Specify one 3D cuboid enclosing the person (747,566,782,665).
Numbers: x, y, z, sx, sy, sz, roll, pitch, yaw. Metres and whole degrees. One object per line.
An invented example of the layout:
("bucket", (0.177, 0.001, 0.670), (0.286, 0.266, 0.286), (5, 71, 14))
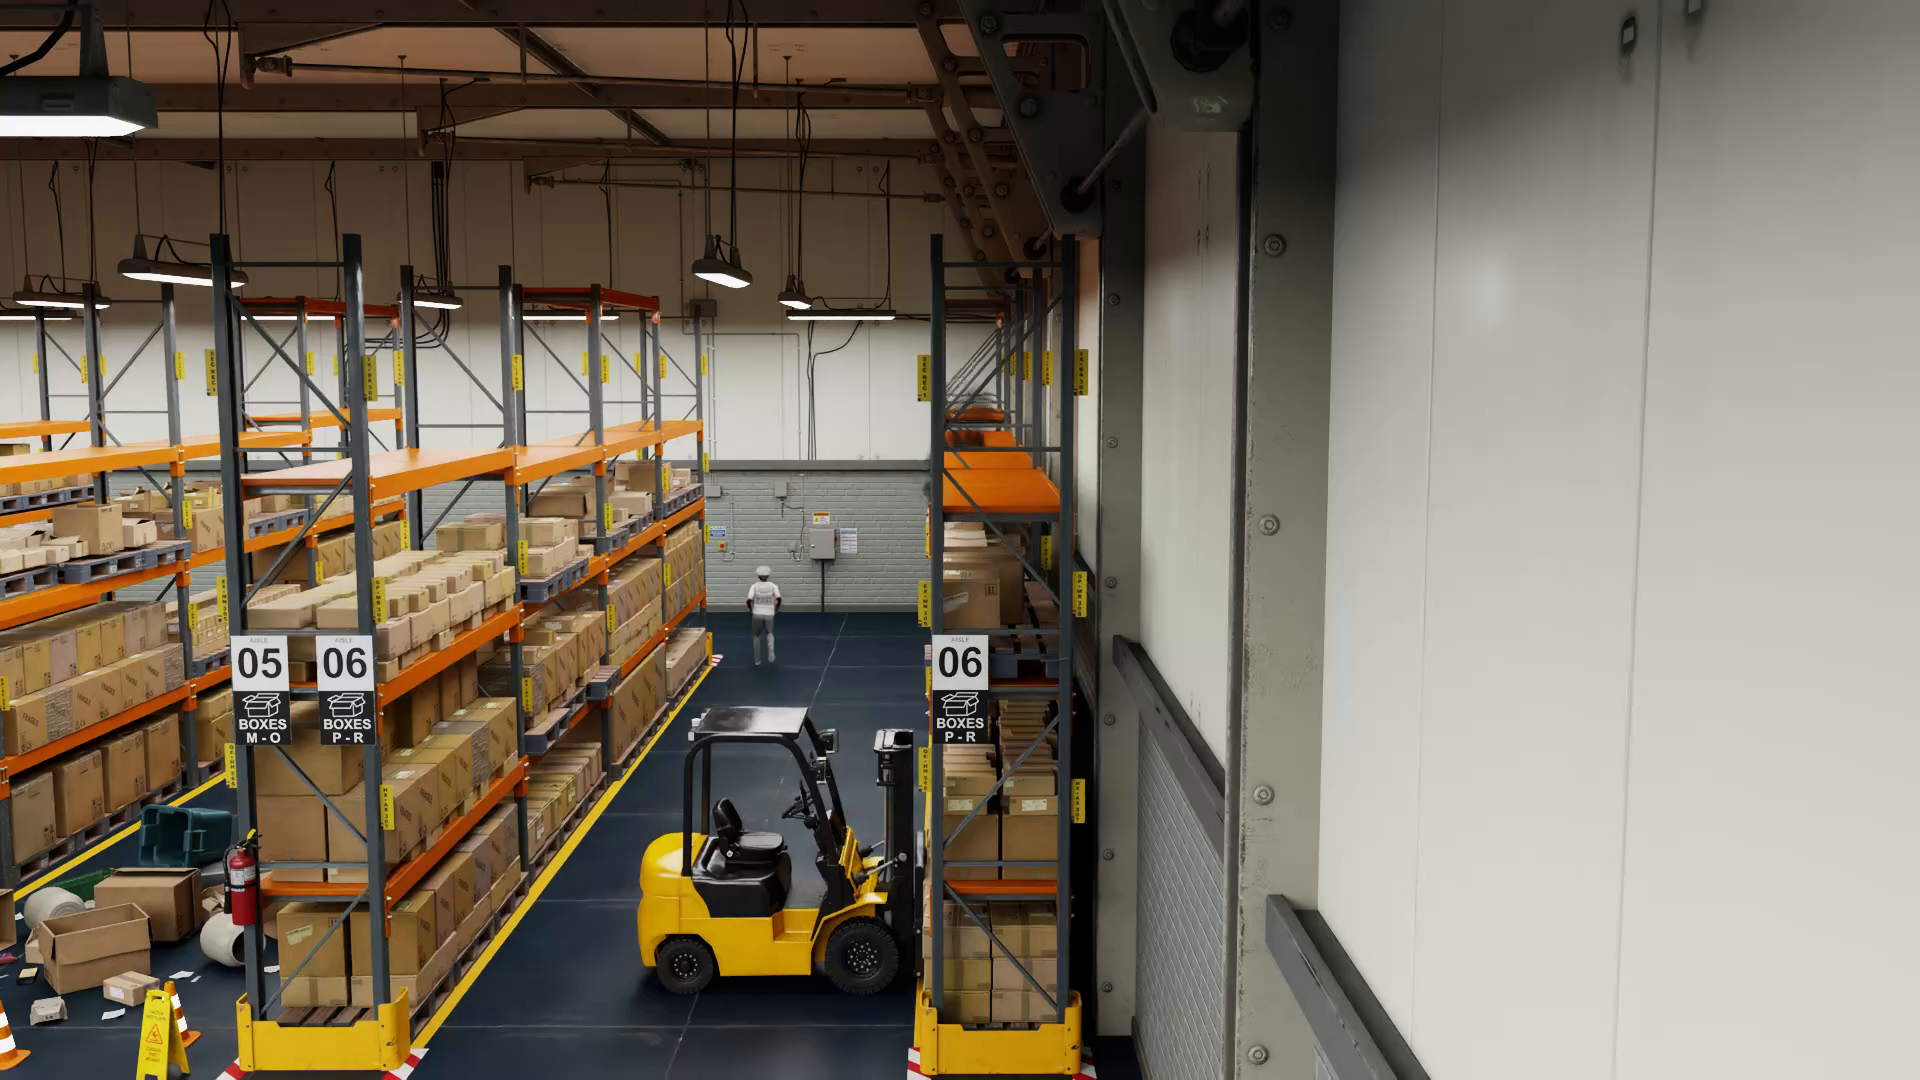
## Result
("person", (-3.287, 1.263, 27.892), (0.580, 1.667, 0.526), (-2, 6, -13))
